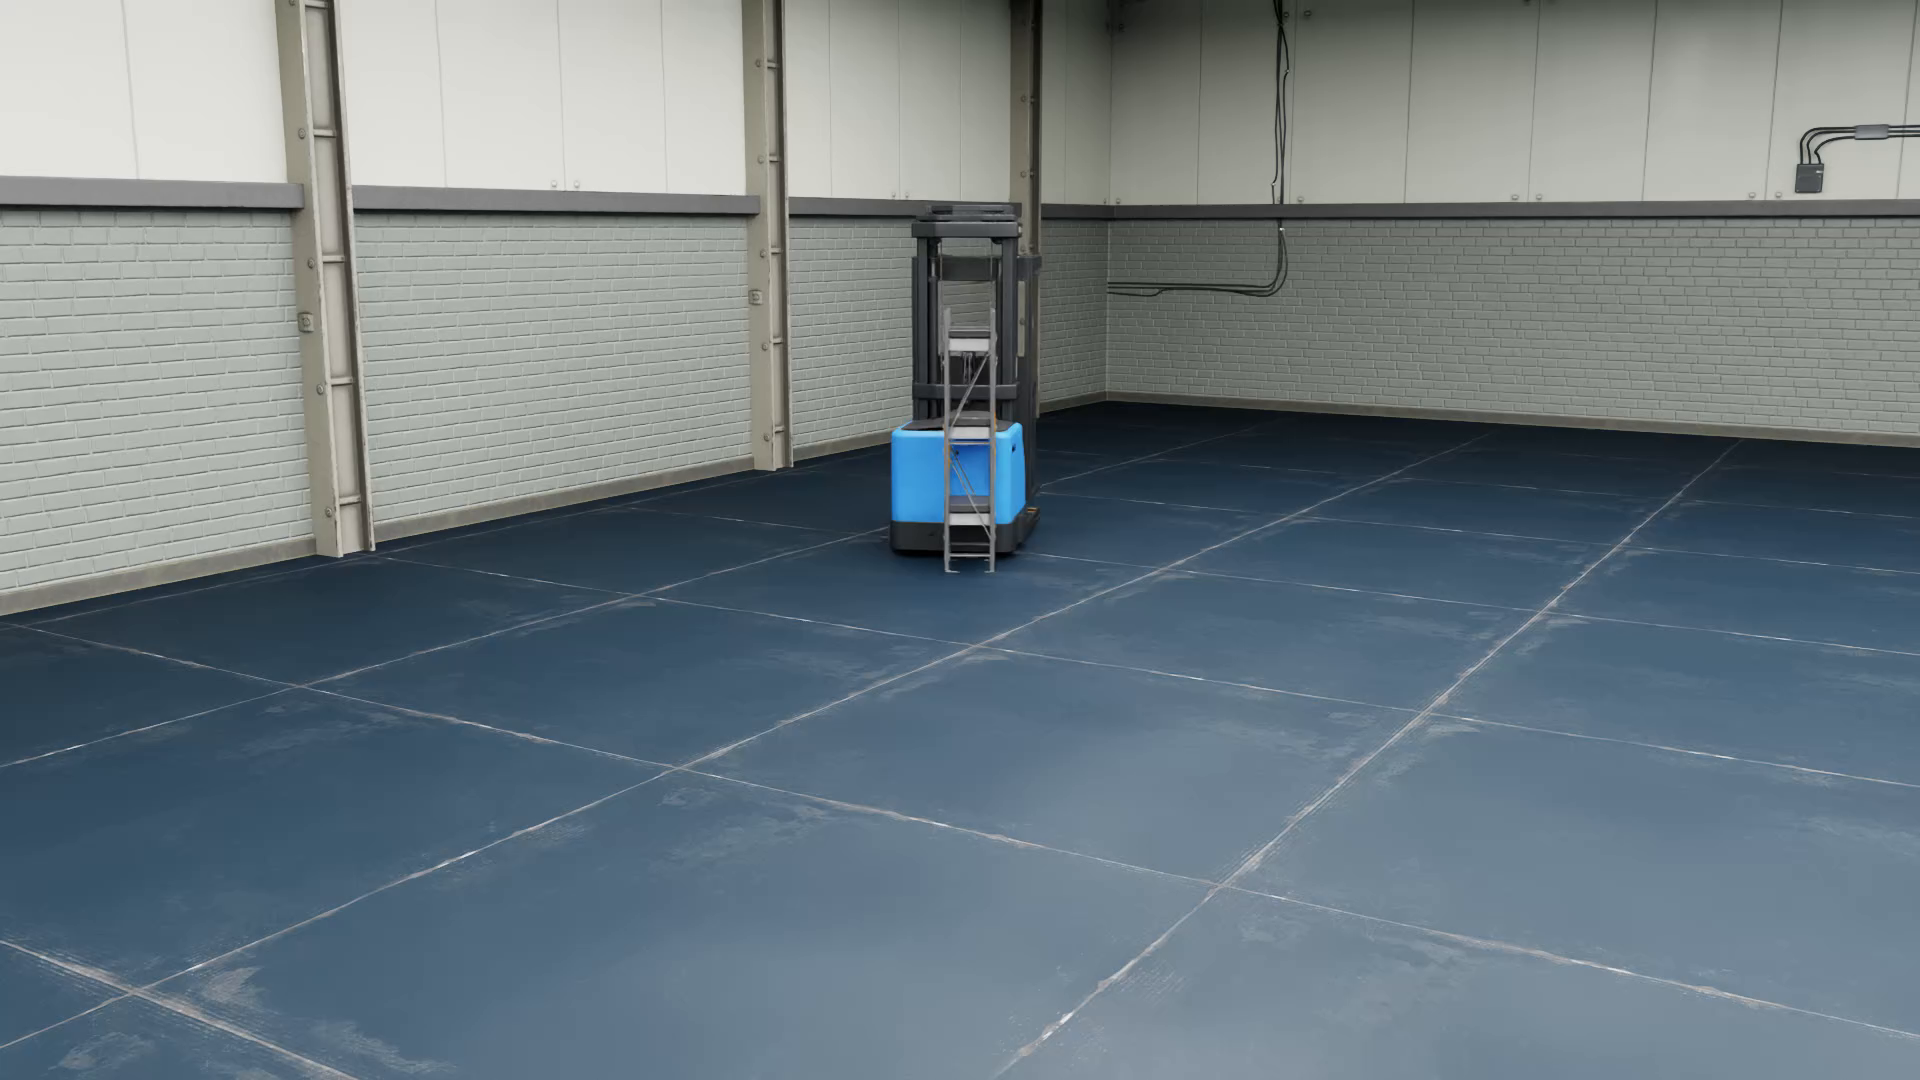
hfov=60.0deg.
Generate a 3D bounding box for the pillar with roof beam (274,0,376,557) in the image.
[{"bbox_3d":[-1.614,-3.909,11.297,9.100,9.000,0.400,6,12,31],"label":"pillar with roof beam"}]

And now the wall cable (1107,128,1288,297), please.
[{"bbox_3d":[3.596,-5.019,25.660,3.097,2.526,0.112,6,12,31],"label":"wall cable"}]

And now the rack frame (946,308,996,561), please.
[{"bbox_3d":[0.090,-0.857,13.737,0.400,2.100,0.015,0,11,2],"label":"rack frame"}]

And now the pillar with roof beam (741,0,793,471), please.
[{"bbox_3d":[1.501,-4.853,16.337,9.100,9.000,0.400,6,12,31],"label":"pillar with roof beam"}]

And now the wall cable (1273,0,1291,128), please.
[{"bbox_3d":[5.908,-7.243,23.815,3.097,2.526,0.112,6,12,31],"label":"wall cable"}]

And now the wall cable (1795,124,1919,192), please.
[{"bbox_3d":[11.702,-7.307,20.204,2.305,6.003,0.169,6,12,31],"label":"wall cable"}]

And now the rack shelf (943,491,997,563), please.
[{"bbox_3d":[0.084,-0.110,13.629,0.431,0.518,0.480,0,11,2],"label":"rack shelf"}]

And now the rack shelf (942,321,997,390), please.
[{"bbox_3d":[0.083,-1.486,13.371,0.431,0.518,0.480,0,11,2],"label":"rack shelf"}]

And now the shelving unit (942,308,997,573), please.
[{"bbox_3d":[0.083,-0.812,13.497,0.431,2.100,0.503,0,11,2],"label":"shelving unit"}]

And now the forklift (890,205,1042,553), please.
[{"bbox_3d":[0.154,-1.554,15.202,1.130,2.935,3.031,2,11,9],"label":"forklift"}]

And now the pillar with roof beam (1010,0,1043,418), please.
[{"bbox_3d":[4.616,-5.797,21.377,9.100,9.000,0.400,6,12,31],"label":"pillar with roof beam"}]

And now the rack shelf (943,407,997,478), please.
[{"bbox_3d":[0.083,-0.798,13.500,0.431,0.518,0.480,0,11,2],"label":"rack shelf"}]

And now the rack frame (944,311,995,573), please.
[{"bbox_3d":[0.077,-0.767,13.258,0.400,2.100,0.015,0,11,2],"label":"rack frame"}]
